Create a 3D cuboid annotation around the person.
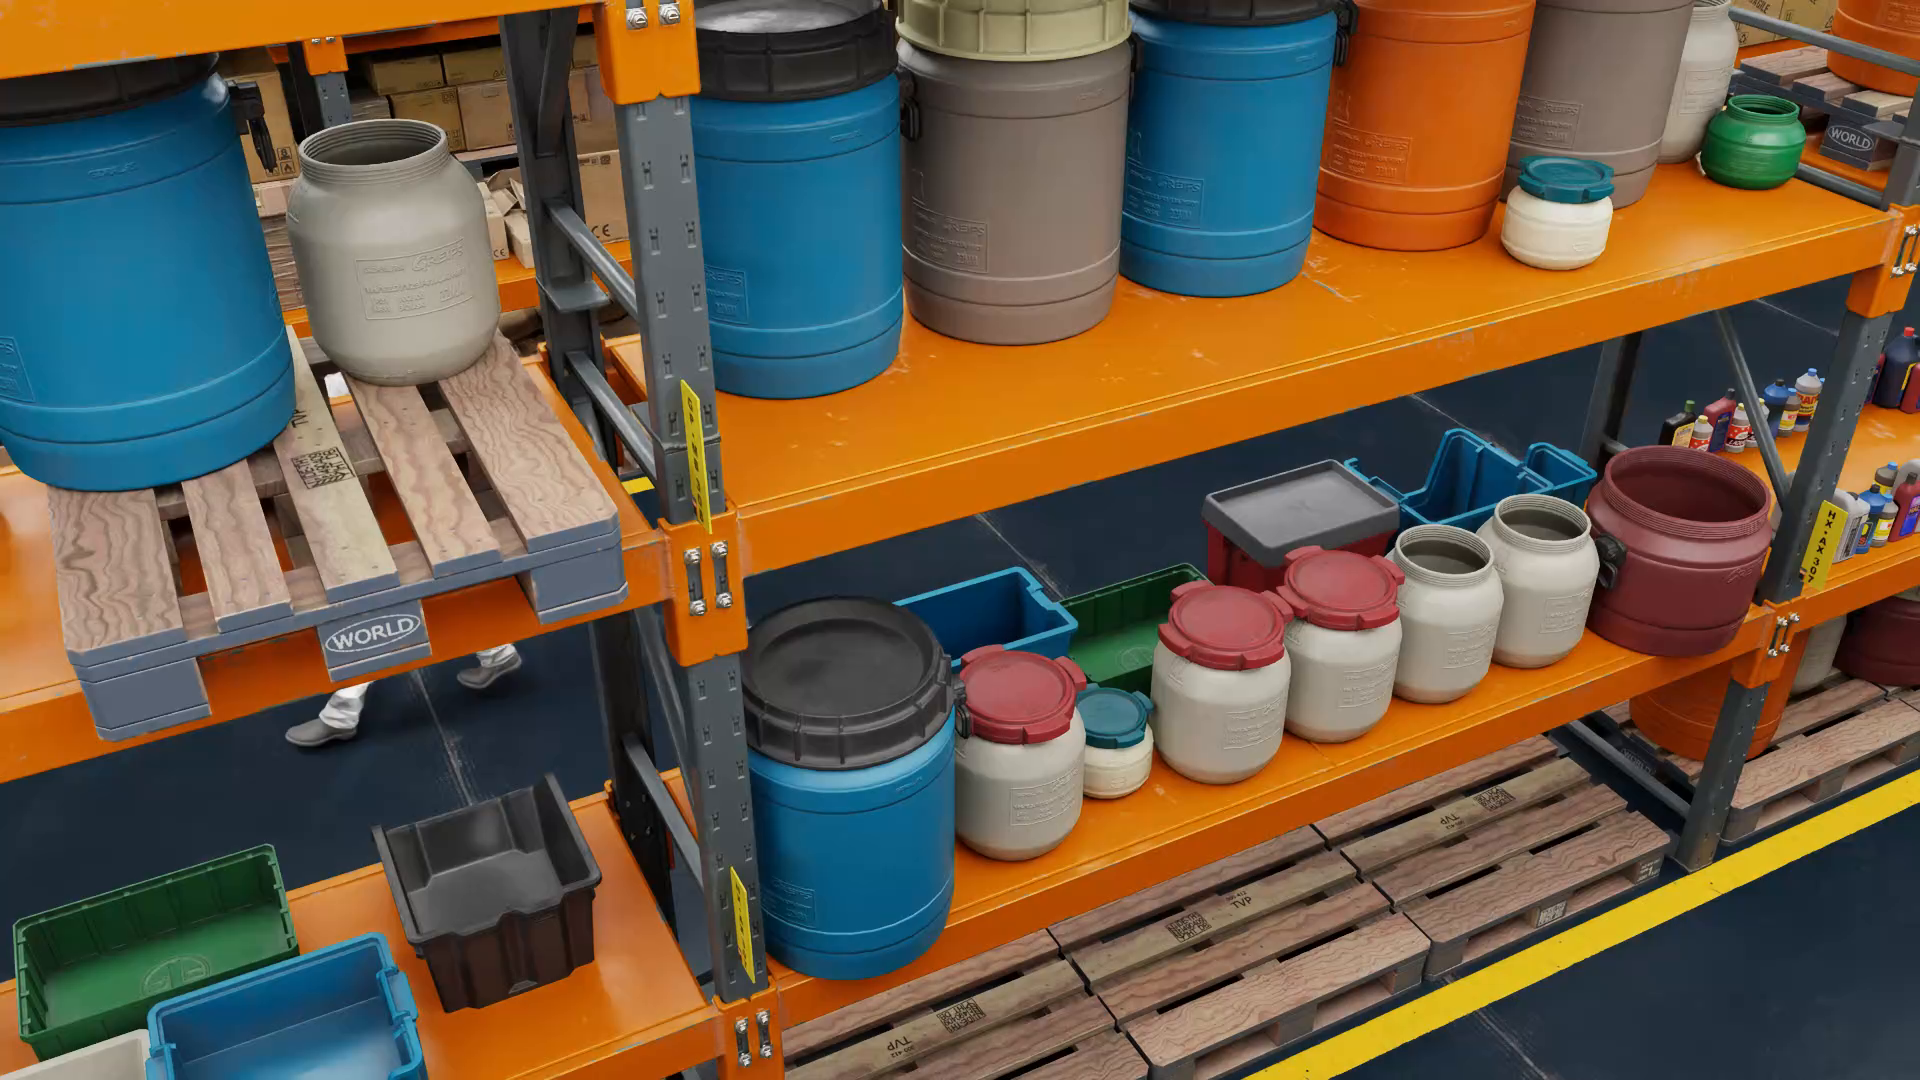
[{"bbox_3d":[-2.492,0.037,7.066,1.046,1.749,0.598,-11,34,-16],"label":"person"}]
